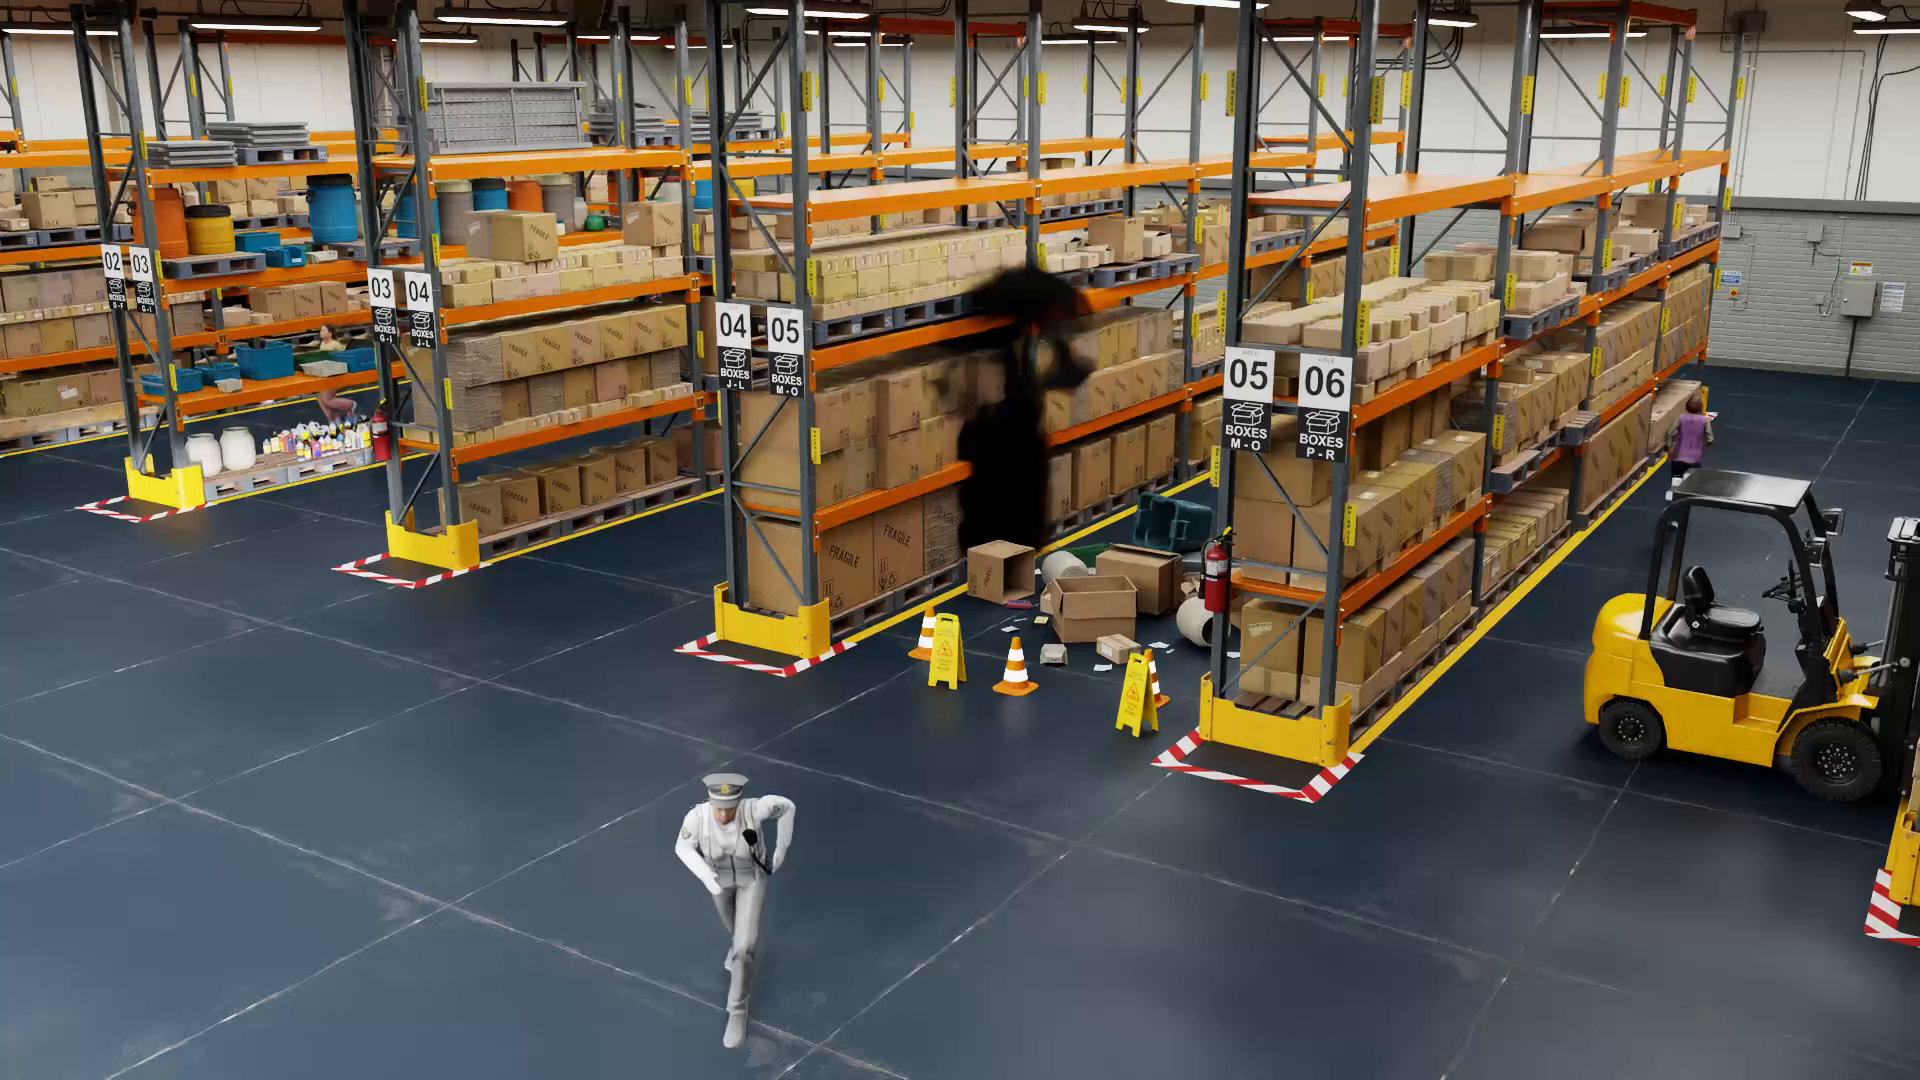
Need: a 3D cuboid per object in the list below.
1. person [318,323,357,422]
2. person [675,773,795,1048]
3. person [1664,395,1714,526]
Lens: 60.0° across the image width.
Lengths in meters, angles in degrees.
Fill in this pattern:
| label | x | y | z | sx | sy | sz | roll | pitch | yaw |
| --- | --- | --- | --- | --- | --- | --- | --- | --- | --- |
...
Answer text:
| label | x | y | z | sx | sy | sz | roll | pitch | yaw |
| --- | --- | --- | --- | --- | --- | --- | --- | --- | --- |
| person | -9.445 | -2.434 | 25.059 | 0.581 | 1.583 | 0.566 | 11 | 19 | 33 |
| person | -1.246 | 1.940 | 9.402 | 0.658 | 1.622 | 0.965 | -1 | 16 | -3 |
| person | 8.609 | -0.950 | 19.686 | 0.533 | 1.561 | 0.576 | 9 | 18 | 29 |
